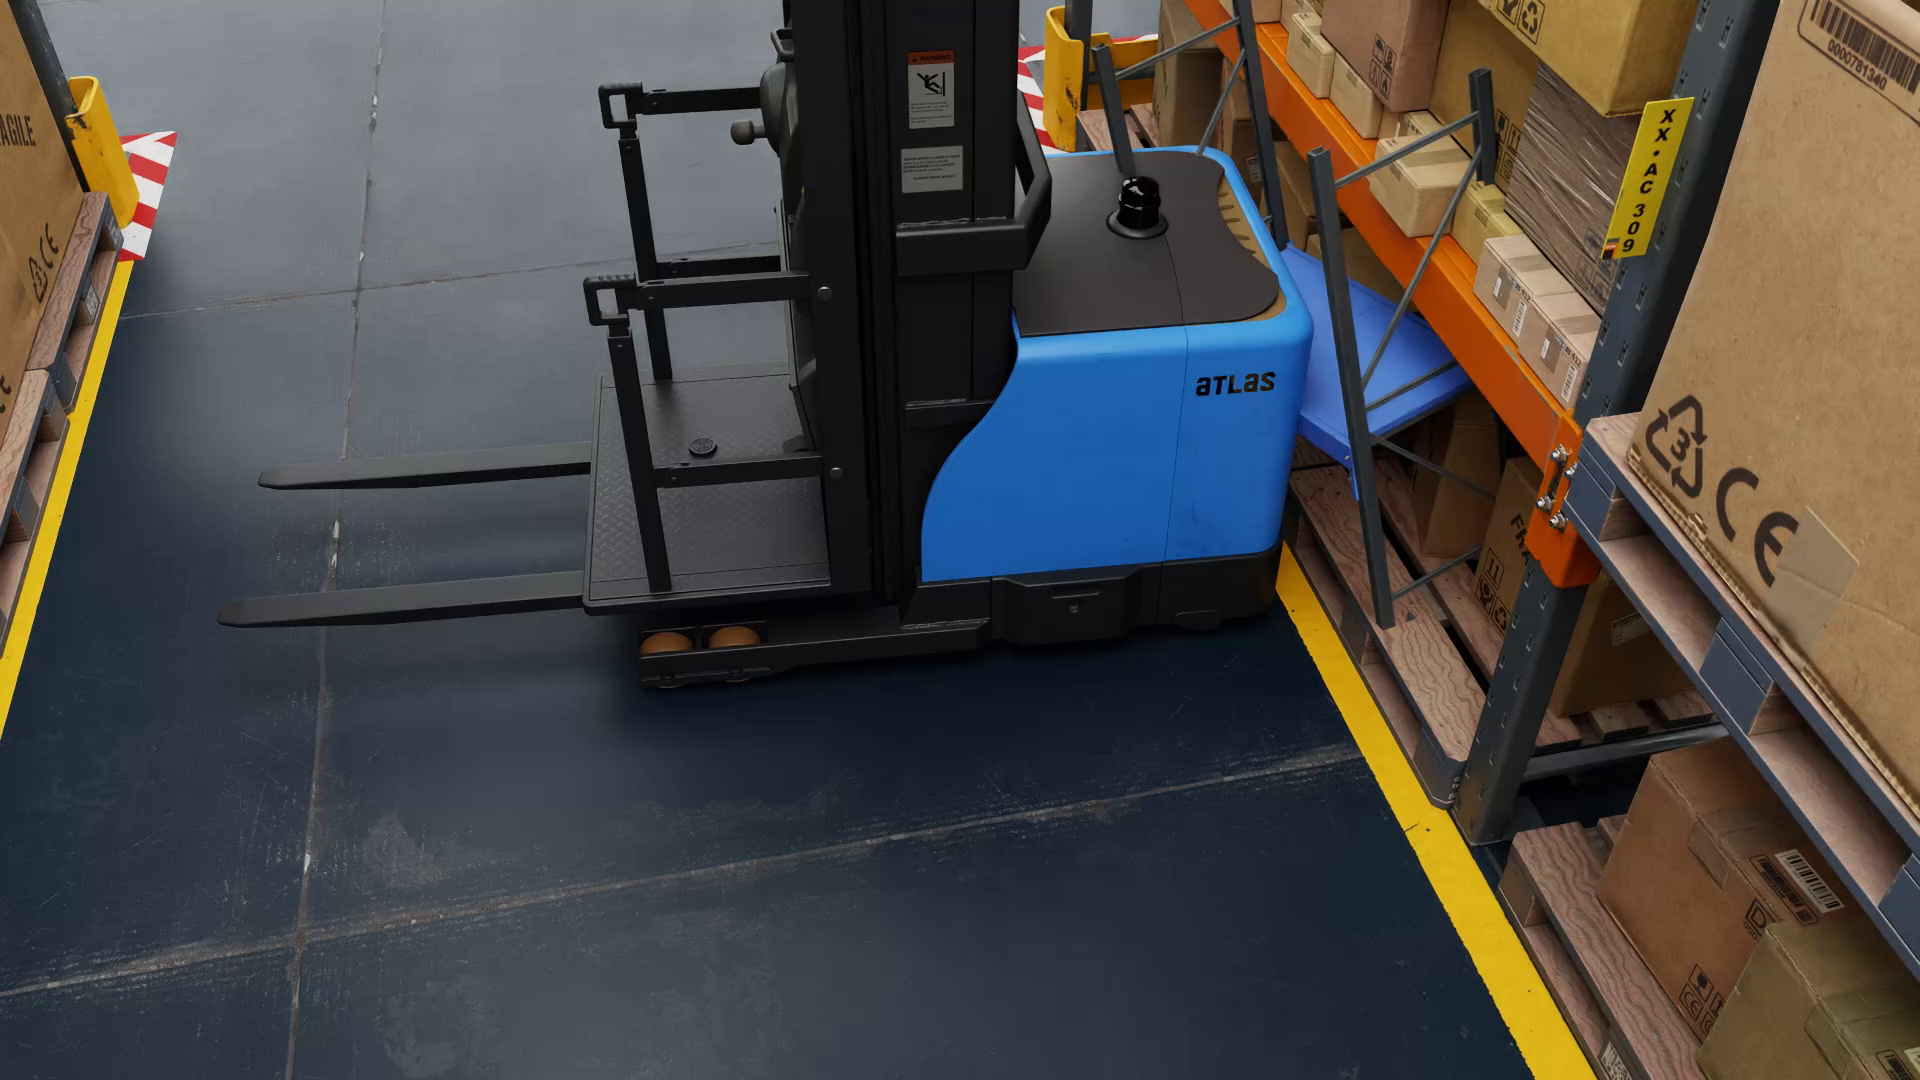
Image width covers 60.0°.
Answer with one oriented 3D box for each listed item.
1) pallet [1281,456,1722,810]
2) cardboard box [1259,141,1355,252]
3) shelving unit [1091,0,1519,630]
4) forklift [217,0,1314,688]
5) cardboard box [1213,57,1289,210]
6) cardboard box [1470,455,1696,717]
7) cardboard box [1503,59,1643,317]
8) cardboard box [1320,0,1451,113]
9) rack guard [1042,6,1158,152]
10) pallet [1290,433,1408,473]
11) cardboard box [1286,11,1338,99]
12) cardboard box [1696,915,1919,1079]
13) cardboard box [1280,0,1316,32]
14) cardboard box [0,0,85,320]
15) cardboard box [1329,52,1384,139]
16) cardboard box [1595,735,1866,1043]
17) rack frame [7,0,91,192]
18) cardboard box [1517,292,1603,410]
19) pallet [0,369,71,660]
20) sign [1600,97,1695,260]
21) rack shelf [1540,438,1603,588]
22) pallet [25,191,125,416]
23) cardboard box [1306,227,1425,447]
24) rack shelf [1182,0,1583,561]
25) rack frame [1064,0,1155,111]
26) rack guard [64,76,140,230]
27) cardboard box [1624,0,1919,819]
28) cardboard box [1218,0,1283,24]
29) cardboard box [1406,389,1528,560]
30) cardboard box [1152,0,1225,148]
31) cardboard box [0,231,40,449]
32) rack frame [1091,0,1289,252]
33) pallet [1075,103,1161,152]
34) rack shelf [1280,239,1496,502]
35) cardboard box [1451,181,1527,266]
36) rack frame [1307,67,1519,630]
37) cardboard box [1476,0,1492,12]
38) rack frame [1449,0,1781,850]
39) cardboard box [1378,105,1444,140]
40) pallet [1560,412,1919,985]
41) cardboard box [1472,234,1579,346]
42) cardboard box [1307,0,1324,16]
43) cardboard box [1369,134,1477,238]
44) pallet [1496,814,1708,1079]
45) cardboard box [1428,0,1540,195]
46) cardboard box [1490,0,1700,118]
[{"bbox_3d":[1.626,0.187,4.881,1.003,0.211,1.213,-8,42,-9],"label":"pallet"},{"bbox_3d":[1.340,-1.043,5.732,0.500,0.500,0.500,-5,42,-5],"label":"cardboard box"},{"bbox_3d":[0.992,-0.655,4.675,0.538,1.500,1.048,-28,37,-12],"label":"shelving unit"},{"bbox_3d":[-0.620,-1.044,4.218,3.031,2.935,1.130,-5,42,-5],"label":"forklift"},{"bbox_3d":[1.223,-1.451,6.192,0.500,0.500,0.500,2,42,2],"label":"cardboard box"},{"bbox_3d":[1.758,0.087,4.459,0.500,0.500,0.500,-10,42,-11],"label":"cardboard box"},{"bbox_3d":[1.769,-0.875,3.677,0.875,0.500,0.500,-8,42,-9],"label":"cardboard box"},{"bbox_3d":[1.489,-1.514,4.397,0.875,0.500,0.500,-8,42,-9],"label":"cardboard box"},{"bbox_3d":[0.959,-2.035,7.166,1.175,0.500,0.348,-8,42,-9],"label":"rack guard"},{"bbox_3d":[1.359,-0.606,5.773,1.003,0.211,1.213,-8,42,-9],"label":"pallet"},{"bbox_3d":[1.163,-1.404,4.761,0.380,0.149,0.250,-8,42,-9],"label":"cardboard box"},{"bbox_3d":[2.002,1.057,3.351,0.700,0.500,0.500,-9,42,-10],"label":"cardboard box"},{"bbox_3d":[1.184,-1.577,4.956,0.380,0.149,0.250,-8,42,-9],"label":"cardboard box"},{"bbox_3d":[-3.712,-1.306,5.746,0.875,0.875,0.875,-8,42,-9],"label":"cardboard box"},{"bbox_3d":[1.251,-1.247,4.584,0.380,0.149,0.250,-8,42,-9],"label":"cardboard box"},{"bbox_3d":[1.917,0.745,3.702,0.700,0.500,0.500,-11,43,-13],"label":"cardboard box"},{"bbox_3d":[-3.923,-2.374,5.664,1.000,3.000,0.127,-8,42,-9],"label":"rack frame"},{"bbox_3d":[1.472,-0.429,3.663,0.380,0.149,0.250,-8,42,-9],"label":"cardboard box"},{"bbox_3d":[-3.414,-0.034,5.130,1.003,0.211,1.213,-8,42,-9],"label":"pallet"},{"bbox_3d":[1.277,-0.667,3.090,0.100,0.325,0.005,-8,42,-9],"label":"sign"},{"bbox_3d":[2.237,1.139,2.249,1.077,0.370,4.000,-8,42,-9],"label":"rack shelf"},{"bbox_3d":[-3.674,-0.824,6.019,1.003,0.211,1.213,-8,42,-9],"label":"pallet"},{"bbox_3d":[1.417,-0.675,5.317,0.500,0.500,0.500,-12,43,-13],"label":"cardboard box"},{"bbox_3d":[1.374,-1.453,5.170,1.077,0.370,4.000,-8,42,-9],"label":"rack shelf"},{"bbox_3d":[0.942,-3.019,6.391,1.000,3.000,0.127,-8,42,-9],"label":"rack frame"},{"bbox_3d":[-3.928,-1.454,6.512,1.175,0.500,0.348,-8,42,-9],"label":"rack guard"},{"bbox_3d":[1.840,-0.272,2.529,1.000,1.000,1.000,-8,42,-9],"label":"cardboard box"},{"bbox_3d":[1.000,-1.720,5.117,0.380,0.149,0.250,-8,42,-9],"label":"cardboard box"},{"bbox_3d":[1.627,-0.283,4.876,0.500,0.500,0.500,4,42,4],"label":"cardboard box"},{"bbox_3d":[1.061,-1.834,6.623,0.500,0.500,0.500,-1,42,-1],"label":"cardboard box"},{"bbox_3d":[-3.520,-0.736,5.104,0.875,0.875,0.875,-9,42,-10],"label":"cardboard box"},{"bbox_3d":[0.776,-0.892,5.071,0.500,1.500,0.032,-28,37,-12],"label":"rack frame"},{"bbox_3d":[1.099,-1.395,6.663,1.003,0.211,1.213,-8,42,-9],"label":"pallet"},{"bbox_3d":[1.038,-0.519,4.783,0.538,0.185,1.000,-28,37,-12],"label":"rack shelf"},{"bbox_3d":[1.432,-0.763,4.040,0.380,0.149,0.250,-8,42,-9],"label":"cardboard box"},{"bbox_3d":[1.207,-0.419,4.280,0.500,1.500,0.032,-28,37,-12],"label":"rack frame"},{"bbox_3d":[1.331,-1.525,3.656,0.500,0.500,0.500,-8,42,-9],"label":"cardboard box"},{"bbox_3d":[1.806,-0.426,3.470,1.000,3.000,0.127,-8,42,-9],"label":"rack frame"},{"bbox_3d":[1.344,-1.090,4.408,0.380,0.149,0.250,-8,42,-9],"label":"cardboard box"},{"bbox_3d":[1.829,0.162,2.952,1.003,0.211,1.213,-8,42,-9],"label":"pallet"},{"bbox_3d":[1.427,-0.593,3.847,0.380,0.149,0.250,-8,42,-9],"label":"cardboard box"},{"bbox_3d":[1.421,-1.844,4.768,0.875,0.500,0.500,-8,42,-9],"label":"cardboard box"},{"bbox_3d":[1.269,-0.909,4.204,0.380,0.149,0.250,-8,42,-9],"label":"cardboard box"},{"bbox_3d":[1.975,1.121,3.828,1.003,0.211,1.213,-8,42,-9],"label":"pallet"},{"bbox_3d":[1.695,-1.204,4.048,0.875,0.500,0.500,-8,42,-9],"label":"cardboard box"},{"bbox_3d":[1.440,-1.201,3.291,0.500,0.500,0.500,-8,42,-9],"label":"cardboard box"}]
